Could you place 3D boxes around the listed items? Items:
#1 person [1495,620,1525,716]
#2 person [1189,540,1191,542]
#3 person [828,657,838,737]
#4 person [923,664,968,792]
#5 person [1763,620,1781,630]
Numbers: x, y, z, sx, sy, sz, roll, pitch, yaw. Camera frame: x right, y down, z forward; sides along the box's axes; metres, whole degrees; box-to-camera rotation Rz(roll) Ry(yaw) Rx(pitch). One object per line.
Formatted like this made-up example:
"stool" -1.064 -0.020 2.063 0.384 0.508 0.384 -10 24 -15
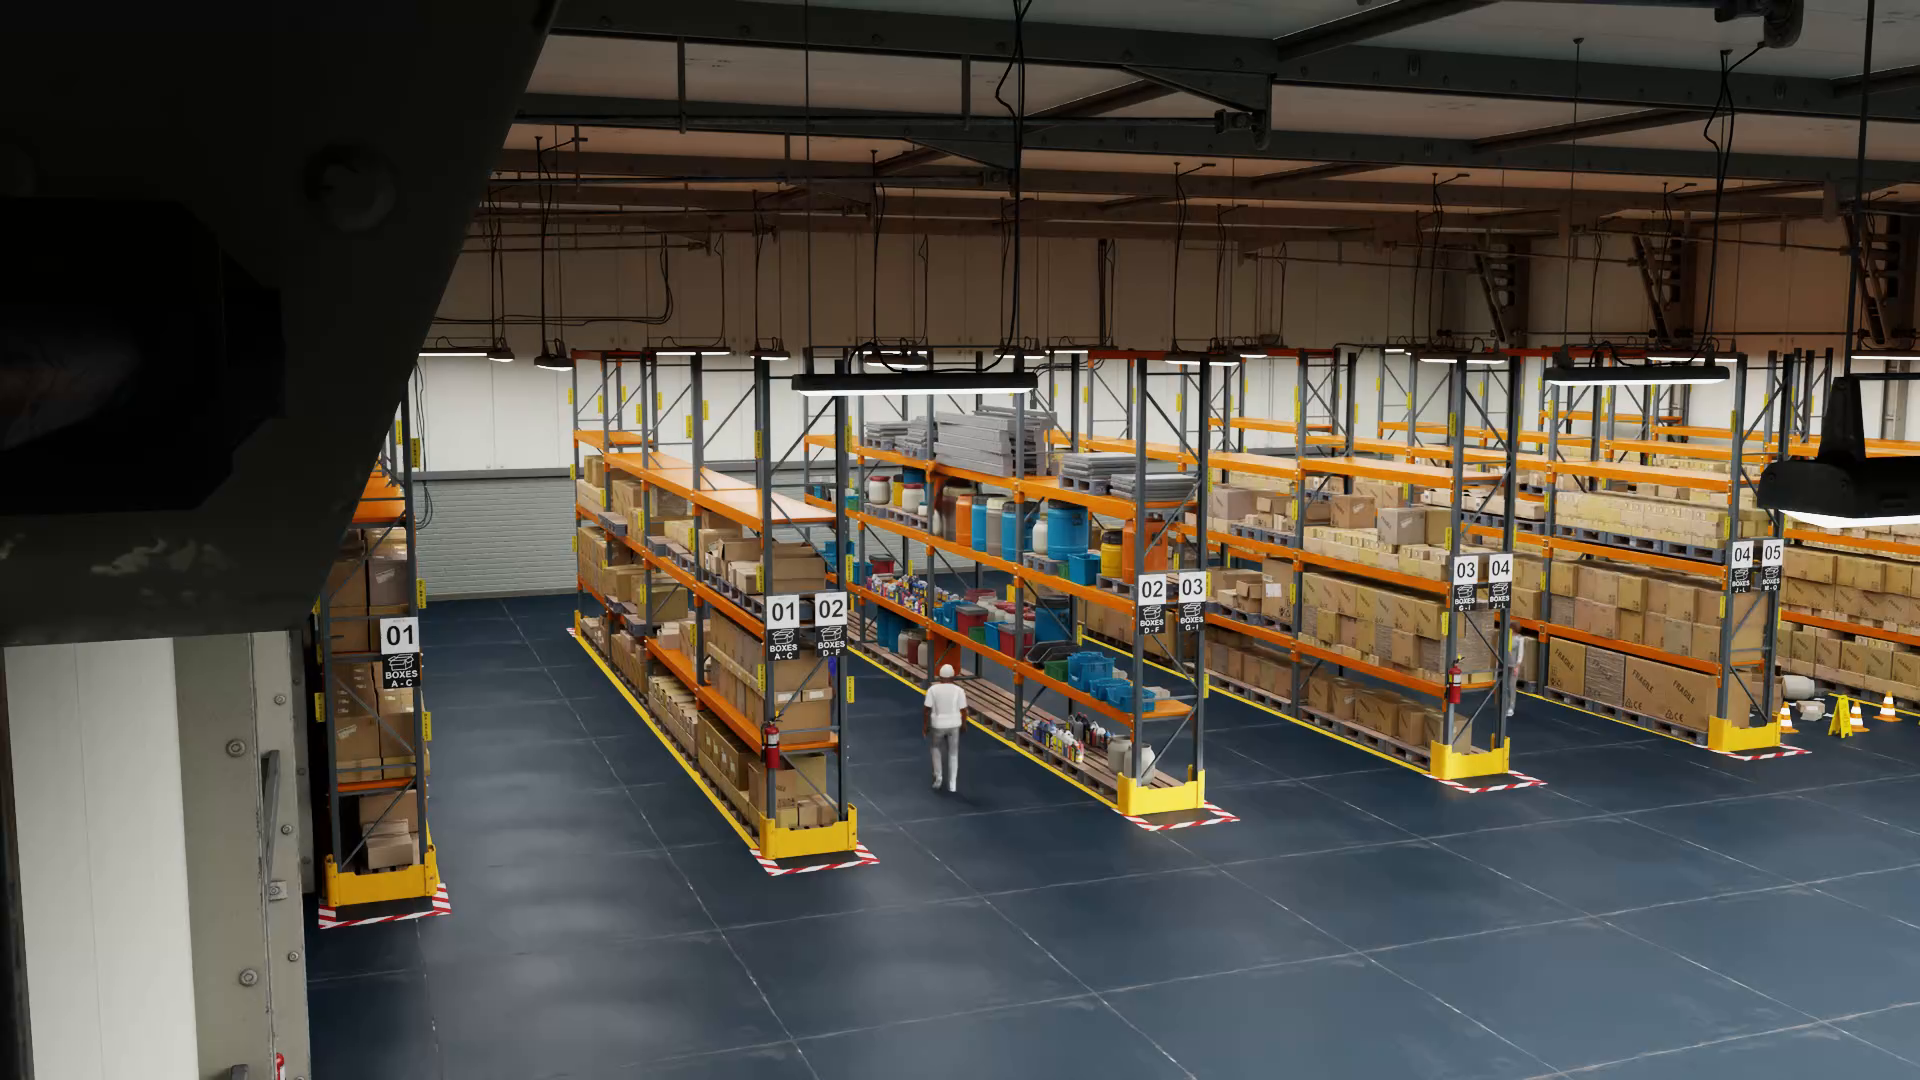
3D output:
"person" 9.128 2.125 27.653 0.491 1.603 0.395 7 10 44
"person" 4.959 0.885 36.725 0.538 1.779 0.607 -5 9 -35
"person" -2.050 2.300 26.064 0.403 1.693 0.534 -1 7 -5
"person" -0.207 2.600 23.080 0.623 1.780 0.511 0 7 -1
"person" 16.975 1.157 34.881 0.564 1.698 0.737 -4 8 -32
